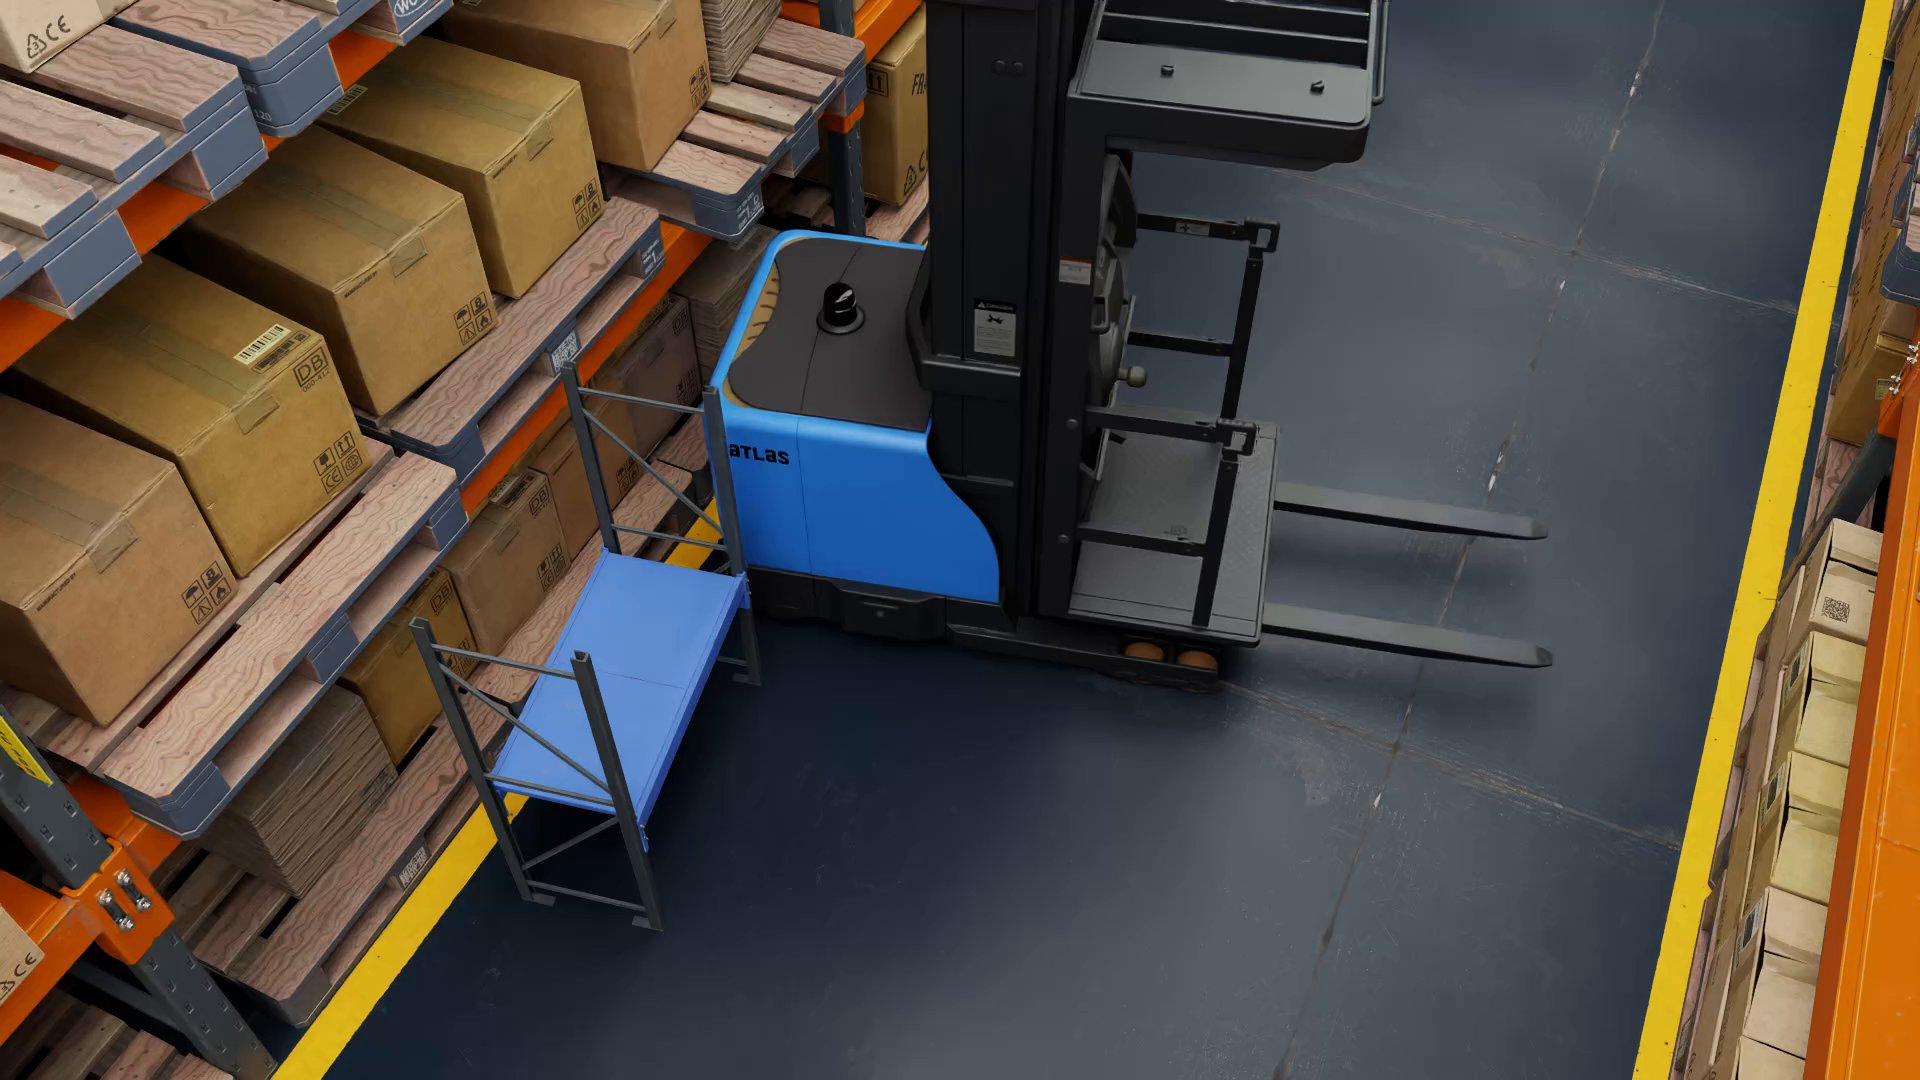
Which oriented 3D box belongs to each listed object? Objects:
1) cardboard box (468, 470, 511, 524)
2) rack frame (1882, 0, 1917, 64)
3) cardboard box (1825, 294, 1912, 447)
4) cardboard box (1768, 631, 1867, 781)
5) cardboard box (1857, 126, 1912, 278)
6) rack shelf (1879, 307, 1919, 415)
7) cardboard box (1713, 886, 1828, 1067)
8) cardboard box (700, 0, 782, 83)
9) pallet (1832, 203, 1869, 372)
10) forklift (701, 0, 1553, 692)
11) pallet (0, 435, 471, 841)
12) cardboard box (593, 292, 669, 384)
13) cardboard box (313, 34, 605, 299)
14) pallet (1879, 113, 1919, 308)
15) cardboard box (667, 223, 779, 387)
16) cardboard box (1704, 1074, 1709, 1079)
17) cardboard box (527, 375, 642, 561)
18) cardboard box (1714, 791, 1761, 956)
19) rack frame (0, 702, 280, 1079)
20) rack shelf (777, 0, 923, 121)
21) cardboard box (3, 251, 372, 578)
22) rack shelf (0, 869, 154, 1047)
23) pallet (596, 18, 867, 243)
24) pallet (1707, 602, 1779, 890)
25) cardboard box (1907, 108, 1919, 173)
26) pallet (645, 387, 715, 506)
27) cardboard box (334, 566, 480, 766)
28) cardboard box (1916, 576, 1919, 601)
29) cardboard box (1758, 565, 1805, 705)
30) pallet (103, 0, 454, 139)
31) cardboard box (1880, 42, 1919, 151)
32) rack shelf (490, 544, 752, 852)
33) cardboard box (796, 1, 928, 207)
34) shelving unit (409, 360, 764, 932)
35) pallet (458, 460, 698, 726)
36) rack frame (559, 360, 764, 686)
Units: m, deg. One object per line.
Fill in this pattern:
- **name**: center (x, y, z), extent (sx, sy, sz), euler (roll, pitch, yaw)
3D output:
- **cardboard box**: center (-1.892, -0.209, 5.634), extent (0.500, 0.250, 0.500), euler (18, 52, 15)
- **rack frame**: center (5.303, -3.357, 7.452), extent (1.000, 3.000, 0.127), euler (20, 52, 16)
- **cardboard box**: center (3.781, -0.656, 6.506), extent (0.500, 0.500, 0.500), euler (22, 53, 17)
- **cardboard box**: center (2.888, 0.600, 5.247), extent (0.500, 0.311, 0.500), euler (19, 52, 15)
- **cardboard box**: center (4.221, -1.375, 7.118), extent (0.500, 0.500, 0.500), euler (18, 52, 15)
- **rack shelf**: center (4.448, -1.747, 6.554), extent (1.077, 0.370, 4.000), euler (20, 52, 16)
- **cardboard box**: center (2.449, 1.305, 4.647), extent (0.500, 0.311, 0.500), euler (19, 52, 16)
- **cardboard box**: center (-1.078, -2.060, 5.994), extent (0.700, 0.500, 0.500), euler (14, 51, 12)
- **pallet**: center (4.470, -1.038, 7.310), extent (1.003, 0.211, 1.213), euler (20, 52, 16)
- **forklift**: center (0.682, -0.835, 5.352), extent (3.031, 2.935, 1.130), euler (9, 50, 7)
- **pallet**: center (-2.137, 0.126, 4.615), extent (1.003, 0.211, 1.213), euler (20, 52, 16)
- **cardboard box**: center (-1.447, -0.903, 6.224), extent (0.500, 0.250, 0.500), euler (21, 53, 17)
- **cardboard box**: center (-1.590, -1.195, 5.258), extent (0.700, 0.500, 0.500), euler (20, 52, 16)
- **pallet**: center (3.820, -1.030, 5.598), extent (1.213, 0.211, 1.003), euler (20, 52, 16)
- **cardboard box**: center (-1.147, -1.032, 6.826), extent (0.700, 0.500, 0.500), euler (20, 53, 17)
- **cardboard box**: center (2.236, 1.826, 4.571), extent (0.500, 0.250, 0.500), euler (21, 53, 17)
- **cardboard box**: center (-1.659, -0.364, 6.257), extent (0.700, 0.500, 0.500), euler (20, 52, 16)
- **cardboard box**: center (2.674, 1.124, 5.169), extent (0.500, 0.250, 0.500), euler (19, 52, 15)
- **rack frame**: center (-2.595, 0.542, 4.134), extent (1.000, 3.000, 0.127), euler (20, 52, 16)
- **rack shelf**: center (-0.032, -3.356, 7.924), extent (1.077, 0.370, 4.000), euler (20, 52, 16)
- **cardboard box**: center (-2.102, -0.354, 4.543), extent (0.700, 0.500, 0.500), euler (25, 54, 20)
- **rack shelf**: center (-3.450, 2.153, 3.236), extent (1.077, 0.370, 4.000), euler (20, 52, 16)
- **pallet**: center (-1.095, -1.625, 6.104), extent (1.213, 0.211, 1.003), euler (20, 52, 16)
- **pallet**: center (3.207, 0.855, 5.699), extent (1.003, 0.211, 1.213), euler (20, 52, 16)
- **cardboard box**: center (4.235, -1.645, 6.855), extent (0.500, 0.250, 0.500), euler (19, 52, 15)
- **pallet**: center (-1.222, -0.771, 7.082), extent (1.003, 0.211, 1.213), euler (20, 52, 16)
- **cardboard box**: center (-2.121, 0.325, 5.671), extent (0.700, 0.500, 0.500), euler (19, 52, 15)
- **cardboard box**: center (3.037, -0.021, 4.672), extent (0.500, 0.311, 0.500), euler (19, 52, 16)
- **cardboard box**: center (3.105, 0.417, 5.770), extent (0.500, 0.250, 0.500), euler (20, 52, 16)
- **pallet**: center (-1.795, -1.475, 4.004), extent (1.213, 0.211, 1.003), euler (20, 52, 16)
- **cardboard box**: center (4.658, -2.065, 7.705), extent (0.500, 0.500, 0.500), euler (20, 53, 17)
- **rack shelf**: center (-1.092, 0.487, 5.402), extent (0.538, 0.185, 1.000), euler (11, 50, 9)
- **cardboard box**: center (-0.454, -2.115, 7.531), extent (0.750, 0.750, 0.750), euler (19, 52, 16)
- **shelving unit**: center (-1.092, 0.371, 5.265), extent (0.538, 1.500, 1.048), euler (11, 50, 9)
- **pallet**: center (-1.744, 0.066, 6.370), extent (1.003, 0.211, 1.213), euler (20, 52, 16)
- **rack frame**: center (-0.970, -0.005, 5.585), extent (0.500, 1.500, 0.032), euler (11, 50, 9)
